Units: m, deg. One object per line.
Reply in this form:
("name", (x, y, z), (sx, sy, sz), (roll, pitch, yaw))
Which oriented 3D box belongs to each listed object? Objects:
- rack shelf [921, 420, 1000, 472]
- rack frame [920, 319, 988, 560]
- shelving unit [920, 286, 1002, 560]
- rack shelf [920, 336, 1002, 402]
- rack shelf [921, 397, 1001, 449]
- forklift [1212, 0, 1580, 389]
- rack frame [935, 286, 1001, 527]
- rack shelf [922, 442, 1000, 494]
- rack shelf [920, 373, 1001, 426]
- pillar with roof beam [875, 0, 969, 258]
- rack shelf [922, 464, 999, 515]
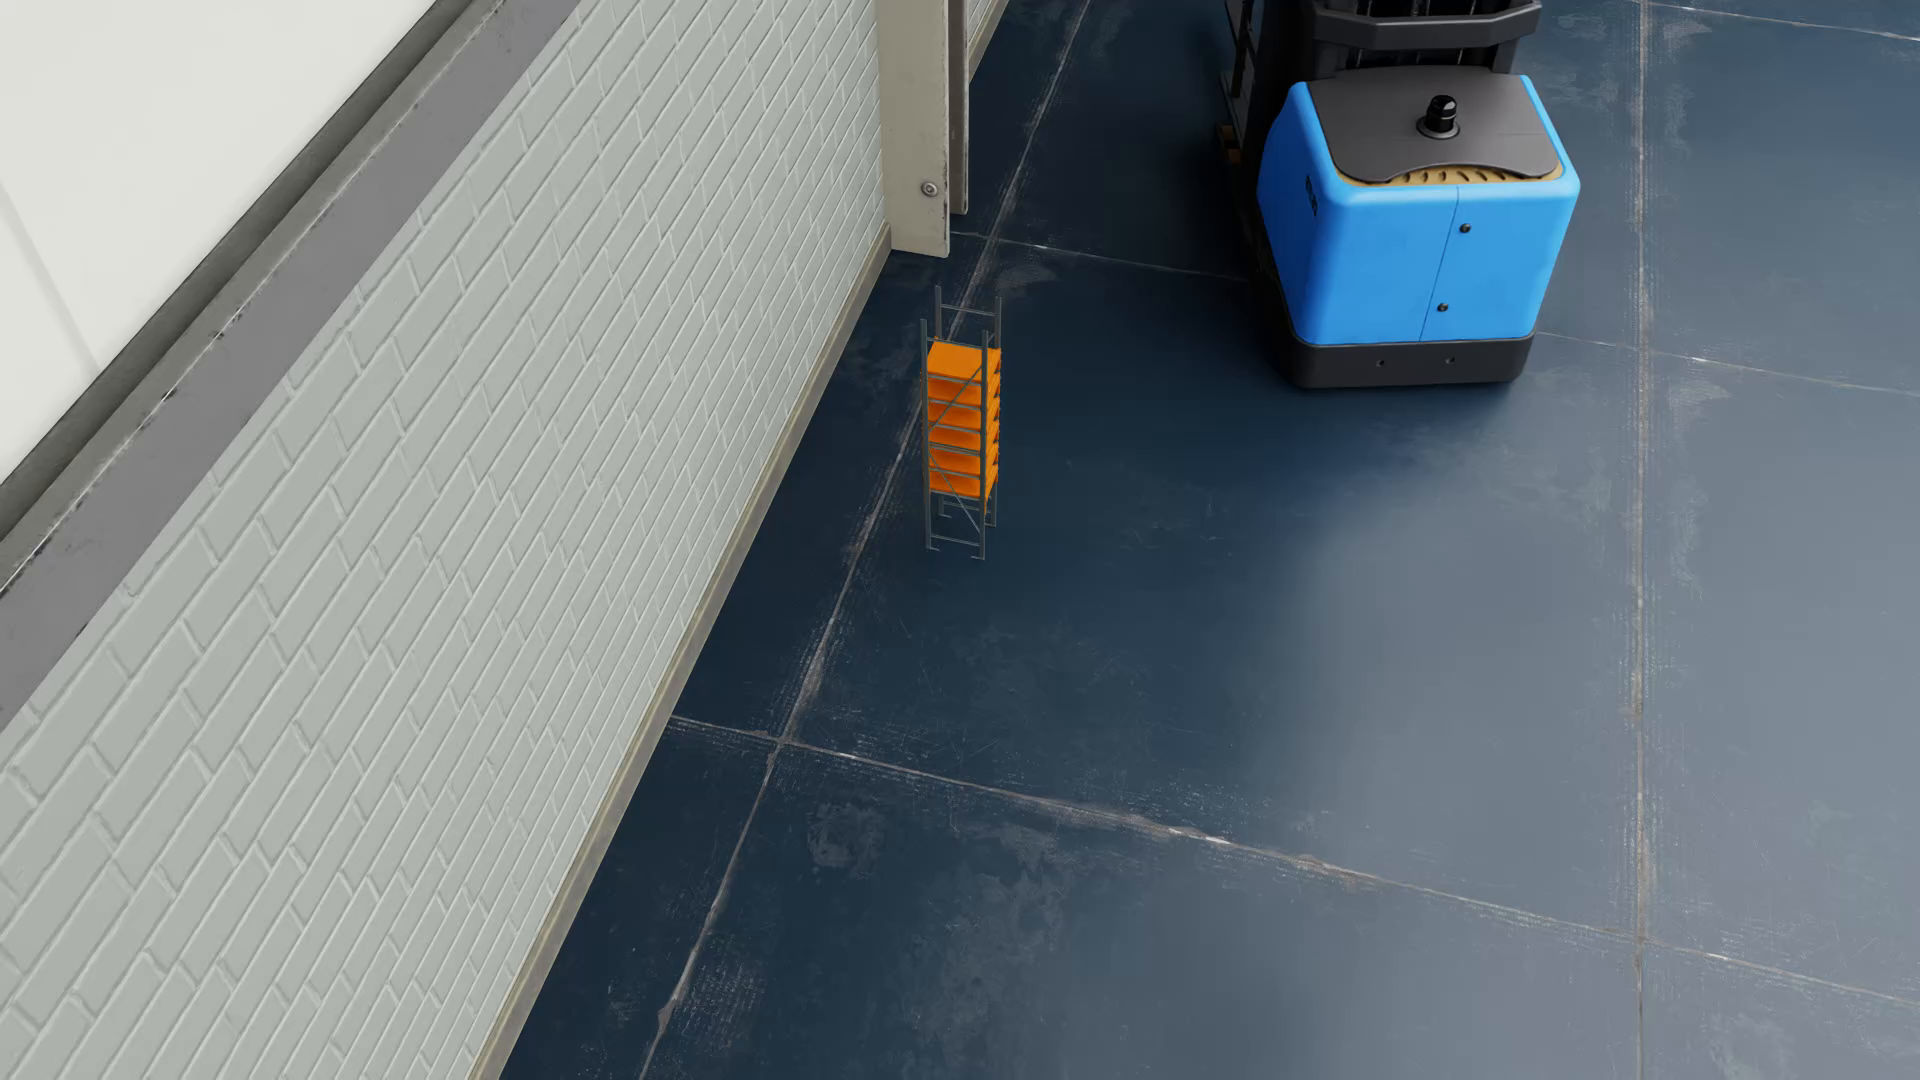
("rack shelf", (0.004, -0.378, 6.262), (0.258, 0.103, 0.180), (12, 50, 10))
("rack frame", (-0.020, -0.341, 6.170), (0.240, 1.200, 0.006), (12, 50, 10))
("shelving unit", (0.004, -0.407, 6.228), (0.258, 1.200, 0.189), (12, 50, 10))
("rack shelf", (0.004, -0.616, 5.992), (0.258, 0.103, 0.180), (12, 50, 10))
("rack shelf", (0.004, -0.458, 6.172), (0.258, 0.103, 0.180), (12, 50, 10))
("forklift", (1.850, -2.723, 7.117), (1.130, 2.935, 3.031), (-2, 49, -2))
("rack frame", (0.028, -0.474, 6.287), (0.240, 1.200, 0.006), (12, 50, 10))
("rack shelf", (0.004, -0.299, 6.352), (0.258, 0.103, 0.180), (12, 50, 10))
("rack shelf", (0.004, -0.537, 6.082), (0.258, 0.103, 0.180), (12, 50, 10))
("pillar with roof beam", (3.993, -3.632, 3.872), (9.100, 9.000, 0.400), (12, 50, 10))
("rack shelf", (0.004, -0.219, 6.442), (0.258, 0.103, 0.180), (12, 50, 10))
